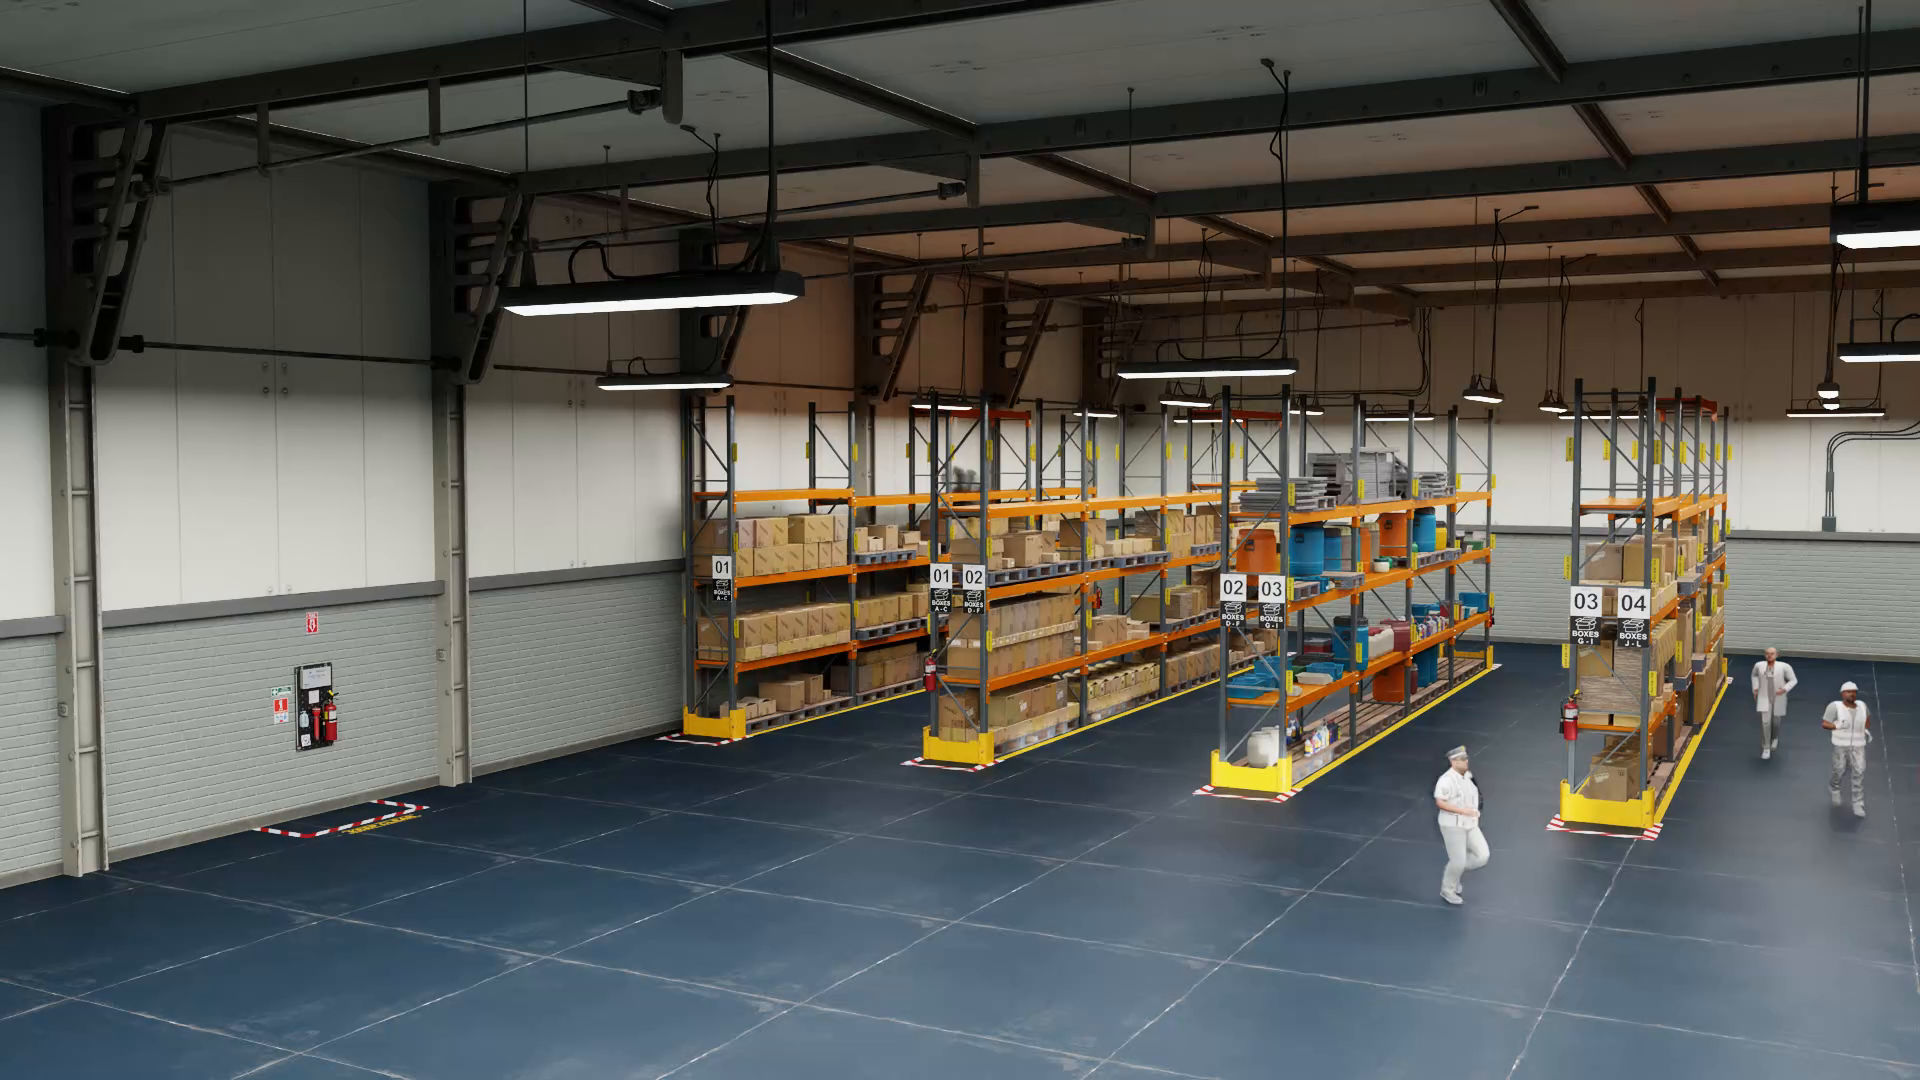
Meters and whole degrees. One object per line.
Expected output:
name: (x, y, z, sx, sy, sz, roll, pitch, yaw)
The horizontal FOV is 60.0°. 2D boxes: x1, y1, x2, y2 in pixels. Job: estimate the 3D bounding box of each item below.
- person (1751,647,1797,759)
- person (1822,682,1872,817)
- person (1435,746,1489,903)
person: (13.435, 2.667, 27.477, 0.705, 1.813, 0.921, 2, 4, 31)
person: (12.302, 2.854, 23.026, 0.677, 1.778, 0.961, 1, 3, 13)
person: (5.589, 3.152, 18.443, 0.716, 1.754, 0.553, -2, 4, -37)
